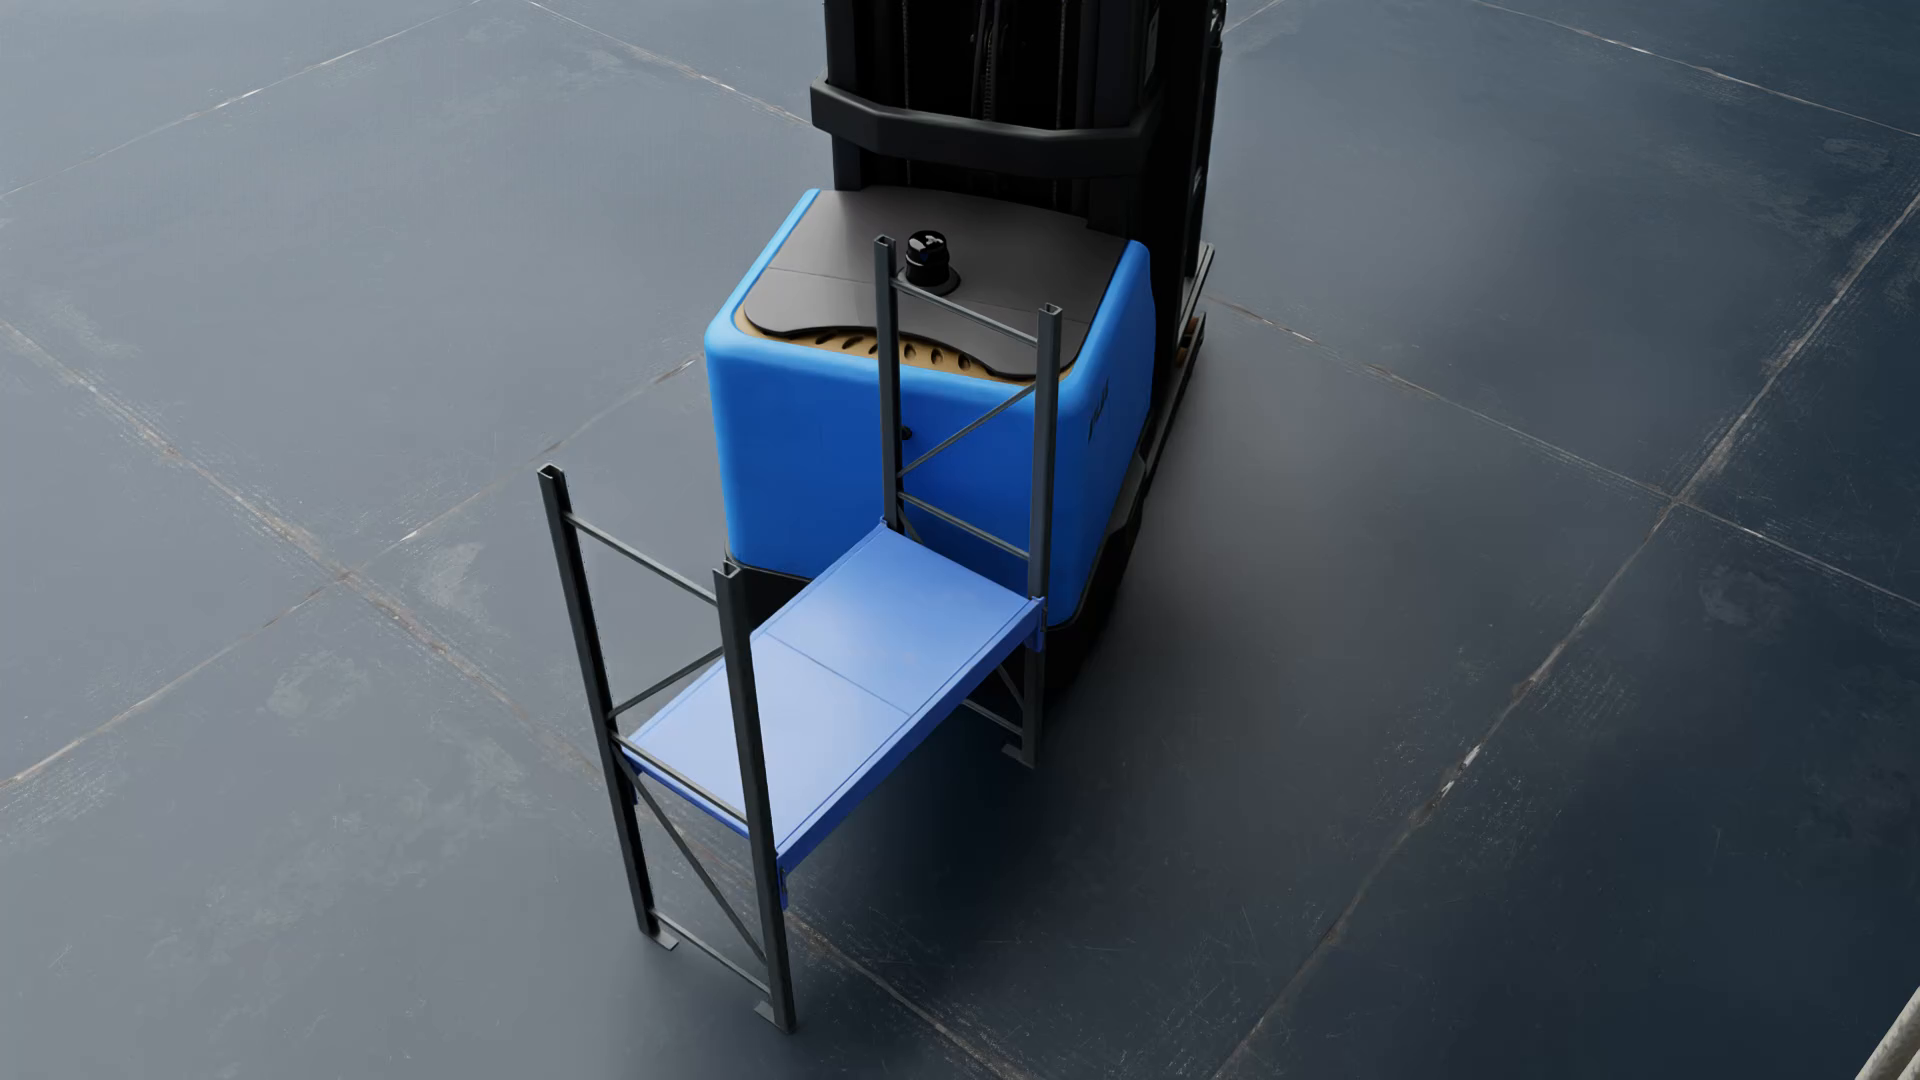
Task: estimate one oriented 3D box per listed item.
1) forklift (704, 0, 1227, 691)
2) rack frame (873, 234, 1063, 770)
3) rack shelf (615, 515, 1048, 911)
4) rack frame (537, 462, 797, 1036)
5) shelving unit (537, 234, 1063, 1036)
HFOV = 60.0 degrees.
[{"bbox_3d":[0.243,-1.665,4.903,1.130,2.935,3.031,12,44,13],"label":"forklift"},{"bbox_3d":[0.011,-0.033,4.171,0.500,1.500,0.032,27,49,26],"label":"rack frame"},{"bbox_3d":[-0.293,0.374,3.991,0.538,0.185,1.000,27,49,26],"label":"rack shelf"},{"bbox_3d":[-0.598,0.515,3.569,0.500,1.500,0.032,27,49,26],"label":"rack frame"},{"bbox_3d":[-0.293,0.241,3.870,0.538,1.500,1.048,27,49,26],"label":"shelving unit"}]
